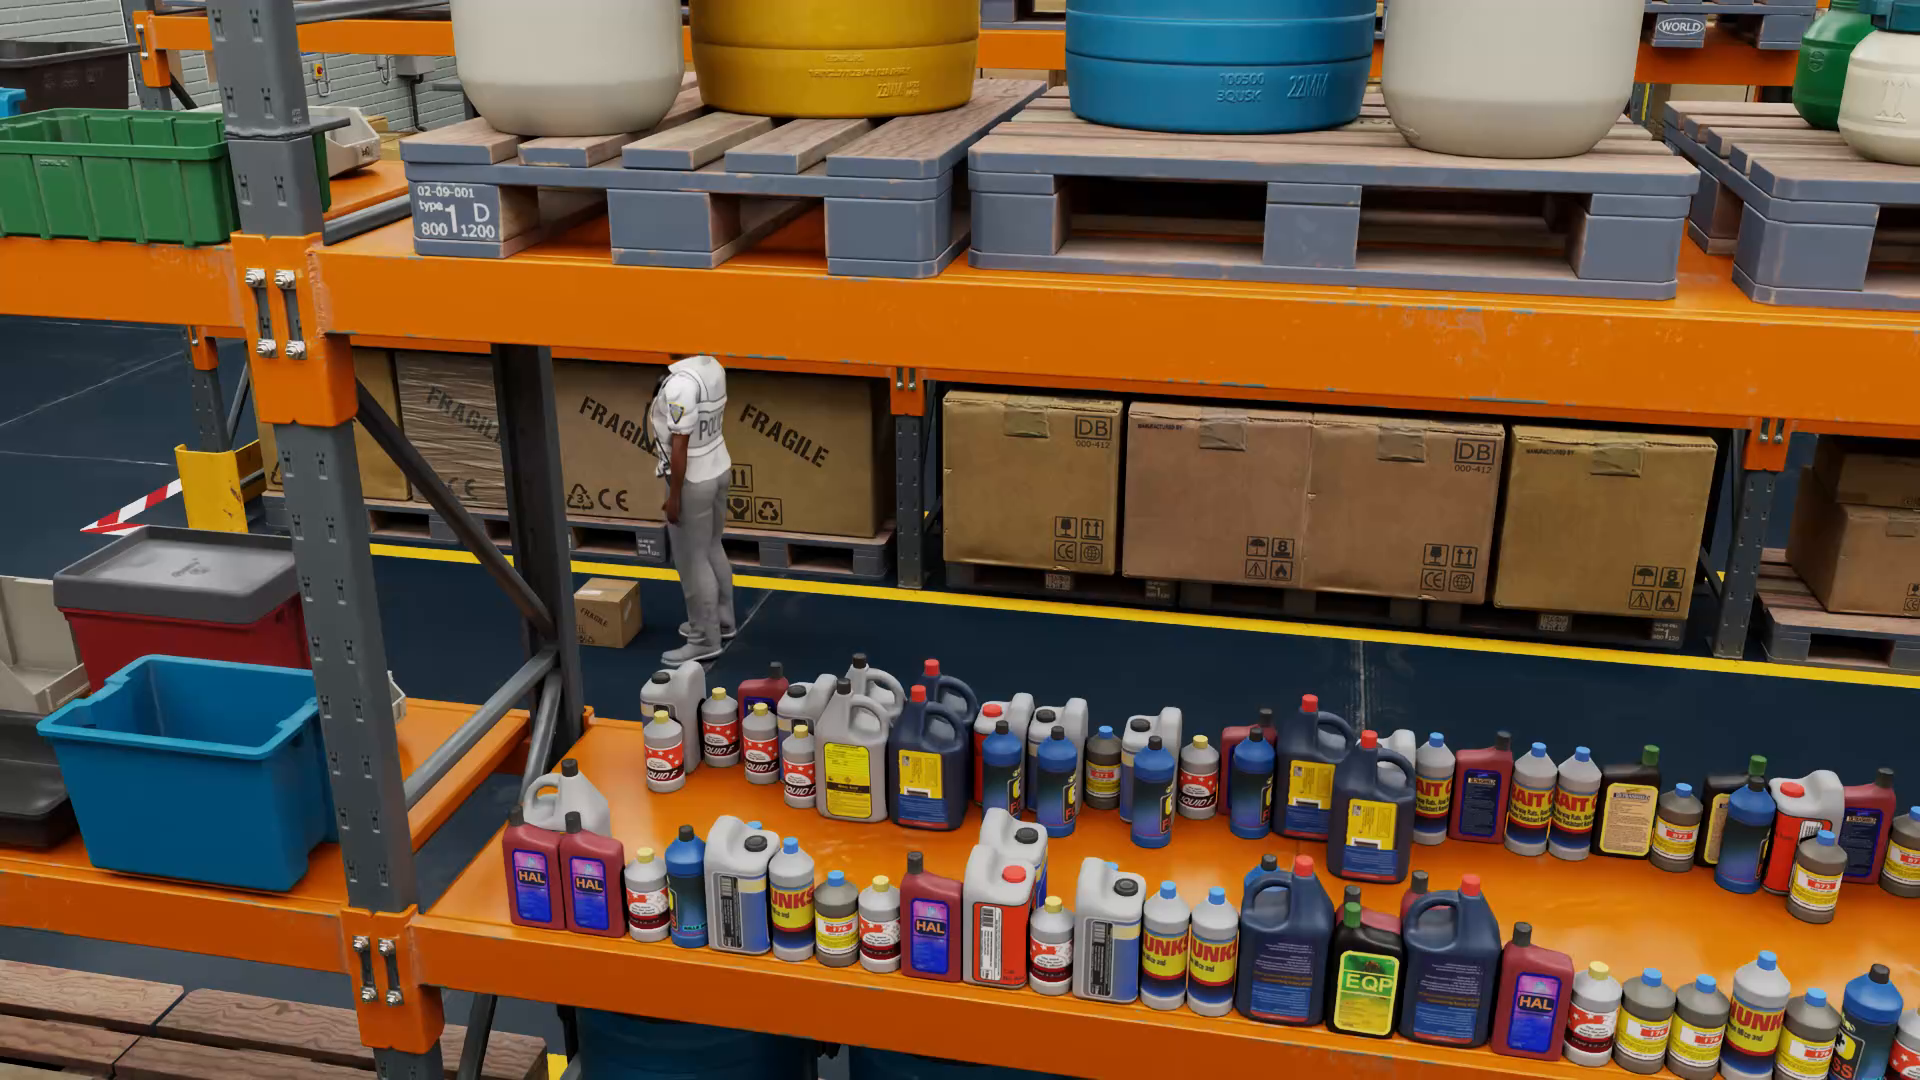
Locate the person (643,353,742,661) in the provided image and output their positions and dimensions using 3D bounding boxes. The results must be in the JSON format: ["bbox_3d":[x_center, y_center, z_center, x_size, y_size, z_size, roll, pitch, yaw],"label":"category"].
[{"bbox_3d":[-1.246,-0.251,7.732,0.341,1.660,0.439,5,22,12],"label":"person"}]
